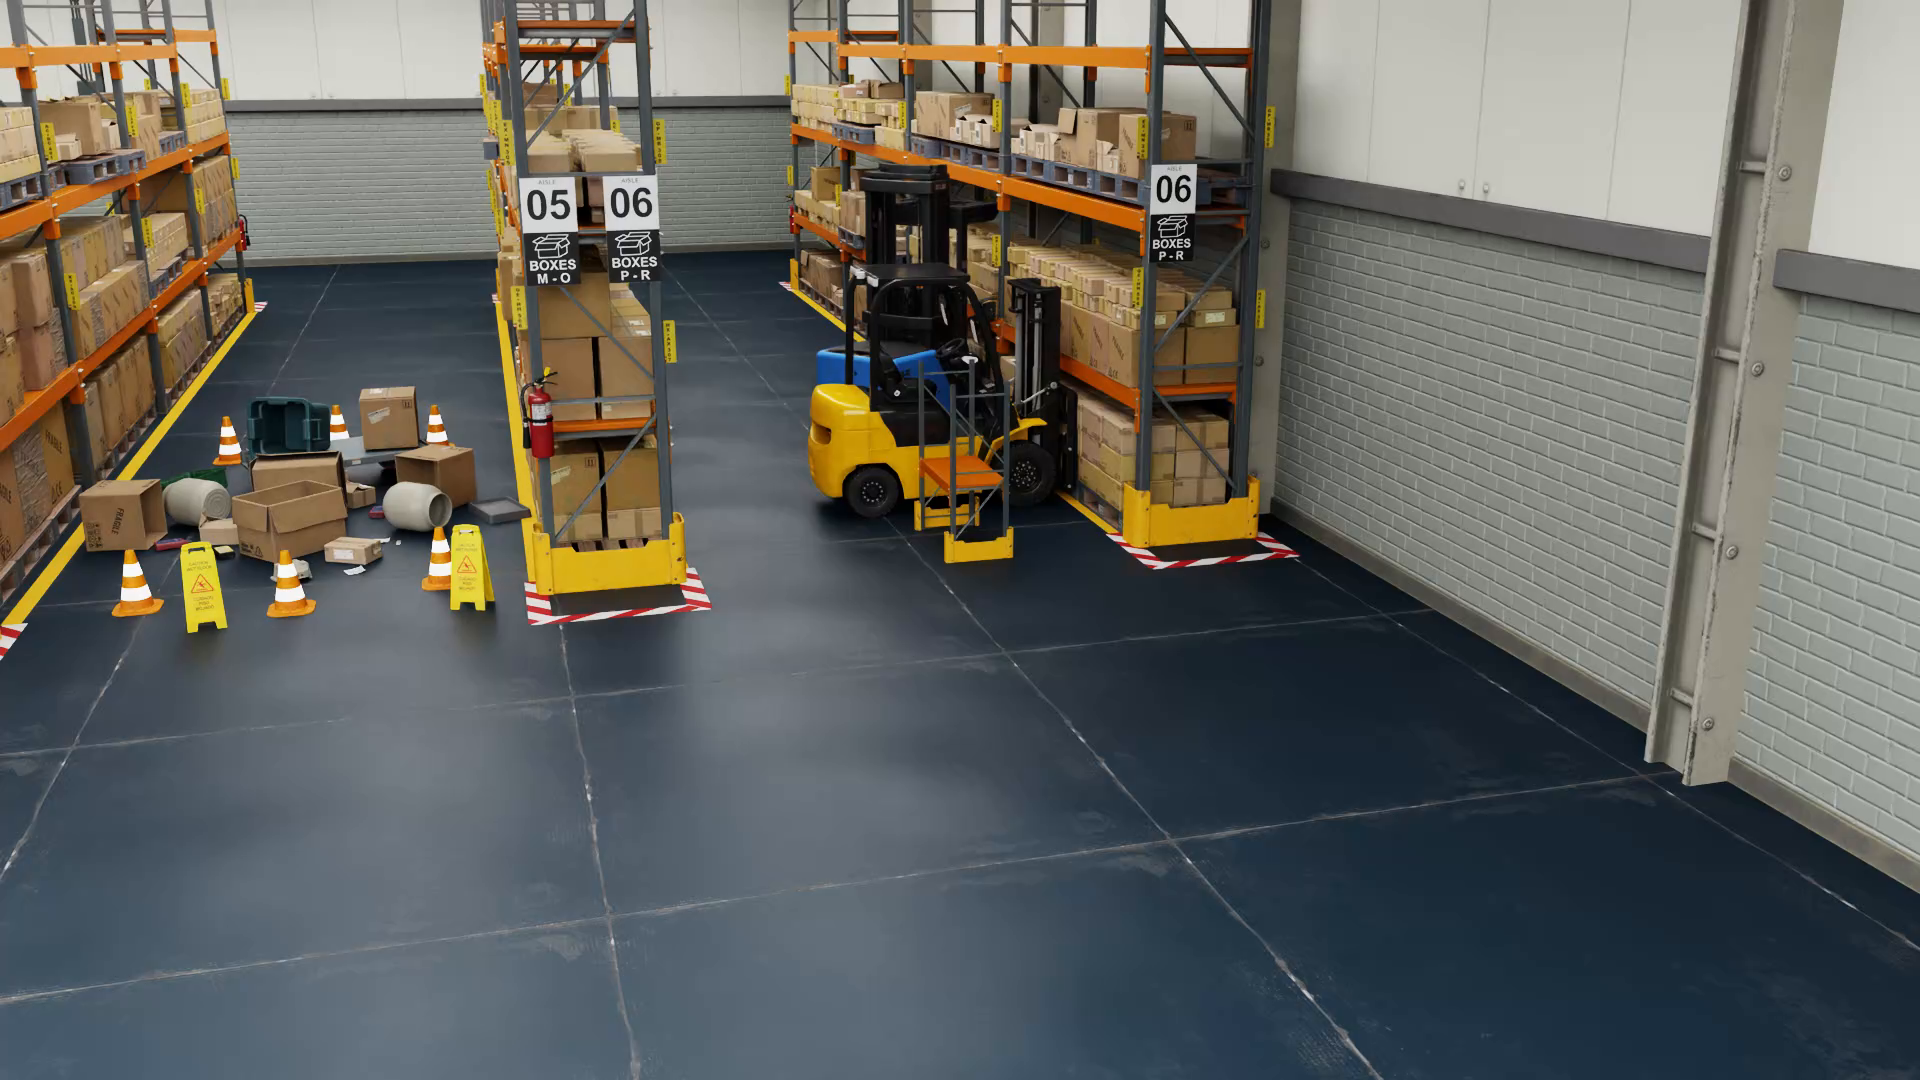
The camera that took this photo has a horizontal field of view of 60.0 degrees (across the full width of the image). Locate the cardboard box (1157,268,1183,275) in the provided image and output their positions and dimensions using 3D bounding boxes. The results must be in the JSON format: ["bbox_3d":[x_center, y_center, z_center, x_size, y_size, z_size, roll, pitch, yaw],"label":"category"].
[{"bbox_3d":[1.865,-2.444,15.557,0.380,0.149,0.250,-5,17,-17],"label":"cardboard box"}]

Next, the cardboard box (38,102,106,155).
[{"bbox_3d":[-8.950,-4.141,16.731,0.500,0.500,0.500,-5,17,-15],"label":"cardboard box"}]

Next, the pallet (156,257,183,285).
[{"bbox_3d":[-10.280,-3.318,20.618,1.003,0.211,1.213,-5,17,-15],"label":"pallet"}]

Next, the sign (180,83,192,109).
[{"bbox_3d":[-10.264,-5.890,22.049,0.100,0.325,0.005,-5,17,-15],"label":"sign"}]

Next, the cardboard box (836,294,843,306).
[{"bbox_3d":[-1.729,-3.752,25.953,0.380,0.149,0.250,-5,18,-17],"label":"cardboard box"}]

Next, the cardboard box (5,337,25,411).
[{"bbox_3d":[-8.035,-1.282,13.247,0.875,0.550,0.500,-5,17,-15],"label":"cardboard box"}]

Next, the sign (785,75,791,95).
[{"bbox_3d":[-2.914,-7.704,28.151,0.100,0.325,0.005,-5,17,-15],"label":"sign"}]

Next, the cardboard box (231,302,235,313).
[{"bbox_3d":[-11.182,-3.509,25.147,0.380,0.149,0.250,-6,18,-18],"label":"cardboard box"}]

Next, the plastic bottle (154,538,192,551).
[{"bbox_3d":[-6.735,0.033,14.235,0.283,0.061,0.133,-12,20,-34],"label":"plastic bottle"}]

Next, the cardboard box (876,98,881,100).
[{"bbox_3d":[-1.006,-6.350,24.179,0.380,0.149,0.250,-5,17,-15],"label":"cardboard box"}]

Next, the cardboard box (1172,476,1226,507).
[{"bbox_3d":[2.058,-0.501,14.957,0.500,0.250,0.500,-5,17,-15],"label":"cardboard box"}]

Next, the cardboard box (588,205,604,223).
[{"bbox_3d":[-2.704,-2.572,13.022,0.380,0.149,0.250,-5,18,-17],"label":"cardboard box"}]

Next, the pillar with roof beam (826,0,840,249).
[{"bbox_3d":[-6.406,-9.241,29.575,9.100,9.000,0.400,-5,17,-15],"label":"pillar with roof beam"}]

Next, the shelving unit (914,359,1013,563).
[{"bbox_3d":[0.021,-0.697,14.166,0.587,1.500,1.083,-5,17,-15],"label":"shelving unit"}]

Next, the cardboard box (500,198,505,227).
[{"bbox_3d":[-5.359,-3.934,20.424,0.500,0.500,0.500,-5,17,-17],"label":"cardboard box"}]

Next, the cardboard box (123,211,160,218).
[{"bbox_3d":[-11.201,-4.274,22.776,0.500,0.500,0.500,-5,17,-15],"label":"cardboard box"}]

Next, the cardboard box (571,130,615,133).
[{"bbox_3d":[-3.424,-3.741,15.527,0.380,0.149,0.250,-5,17,-17],"label":"cardboard box"}]

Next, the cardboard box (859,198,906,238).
[{"bbox_3d":[-1.017,-4.522,23.389,0.700,0.500,0.500,-5,17,-16],"label":"cardboard box"}]

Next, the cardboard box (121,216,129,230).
[{"bbox_3d":[-11.048,-4.116,21.613,0.380,0.149,0.250,-4,17,-14],"label":"cardboard box"}]

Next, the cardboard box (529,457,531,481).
[{"bbox_3d":[-3.806,-0.732,15.723,0.500,0.250,0.500,-4,17,-12],"label":"cardboard box"}]

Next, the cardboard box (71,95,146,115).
[{"bbox_3d":[-10.498,-5.222,20.498,0.797,0.503,0.637,-5,17,-16],"label":"cardboard box"}]

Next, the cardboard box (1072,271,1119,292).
[{"bbox_3d":[1.256,-2.394,15.390,0.380,0.149,0.250,-4,17,-14],"label":"cardboard box"}]

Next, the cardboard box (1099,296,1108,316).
[{"bbox_3d":[1.472,-2.112,14.969,0.380,0.149,0.250,-5,17,-16],"label":"cardboard box"}]

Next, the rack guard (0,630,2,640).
[{"bbox_3d":[-7.492,0.551,11.749,1.175,0.500,0.348,-5,17,-15],"label":"rack guard"}]

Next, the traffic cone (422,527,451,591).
[{"bbox_3d":[-4.125,0.126,13.229,0.336,0.463,0.334,-5,17,-15],"label":"traffic cone"}]

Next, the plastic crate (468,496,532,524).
[{"bbox_3d":[-4.223,-0.281,15.250,0.402,0.080,0.583,-12,20,-34],"label":"plastic crate"}]

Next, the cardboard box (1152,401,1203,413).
[{"bbox_3d":[1.914,-1.115,15.261,0.500,0.250,0.500,-5,17,-15],"label":"cardboard box"}]

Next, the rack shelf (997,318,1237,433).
[{"bbox_3d":[1.455,-1.674,16.063,1.077,0.370,4.000,-5,17,-15],"label":"rack shelf"}]

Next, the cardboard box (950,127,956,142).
[{"bbox_3d":[0.099,-4.631,18.974,0.380,0.149,0.250,-5,17,-16],"label":"cardboard box"}]

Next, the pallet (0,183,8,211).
[{"bbox_3d":[-8.051,-2.590,12.799,1.003,0.211,1.213,-5,17,-15],"label":"pallet"}]

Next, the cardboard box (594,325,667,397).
[{"bbox_3d":[-2.630,-1.416,13.260,0.500,0.500,0.500,-5,17,-16],"label":"cardboard box"}]

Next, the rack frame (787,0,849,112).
[{"bbox_3d":[-2.392,-8.765,27.988,1.000,3.000,0.127,-5,17,-15],"label":"rack frame"}]

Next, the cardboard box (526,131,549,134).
[{"bbox_3d":[-3.994,-3.694,15.373,0.380,0.149,0.250,-4,17,-14],"label":"cardboard box"}]

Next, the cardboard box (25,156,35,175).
[{"bbox_3d":[-8.121,-3.180,14.142,0.380,0.149,0.250,-4,17,-14],"label":"cardboard box"}]

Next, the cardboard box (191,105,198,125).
[{"bbox_3d":[-10.830,-5.867,22.947,0.500,0.250,0.500,-5,17,-15],"label":"cardboard box"}]

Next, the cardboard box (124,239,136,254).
[{"bbox_3d":[-9.639,-3.376,19.149,0.380,0.149,0.250,-5,17,-15],"label":"cardboard box"}]

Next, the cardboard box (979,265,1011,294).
[{"bbox_3d":[0.525,-2.855,18.136,0.500,0.250,0.500,-5,17,-16],"label":"cardboard box"}]

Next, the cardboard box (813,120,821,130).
[{"bbox_3d":[-2.127,-6.601,26.436,0.380,0.149,0.250,-4,17,-14],"label":"cardboard box"}]

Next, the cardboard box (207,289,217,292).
[{"bbox_3d":[-11.067,-3.568,24.306,0.380,0.149,0.250,-5,18,-18],"label":"cardboard box"}]

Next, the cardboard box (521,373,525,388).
[{"bbox_3d":[-3.987,-1.509,15.880,0.380,0.149,0.250,-4,17,-14],"label":"cardboard box"}]

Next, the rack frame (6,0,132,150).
[{"bbox_3d":[-9.697,-5.739,17.916,1.000,3.000,0.127,-5,17,-15],"label":"rack frame"}]

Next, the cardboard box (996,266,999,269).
[{"bbox_3d":[0.598,-3.008,17.949,0.380,0.149,0.250,-4,17,-13],"label":"cardboard box"}]

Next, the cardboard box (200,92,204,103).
[{"bbox_3d":[-11.120,-6.378,23.955,0.380,0.149,0.250,-5,17,-17],"label":"cardboard box"}]

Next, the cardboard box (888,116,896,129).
[{"bbox_3d":[-0.733,-5.527,21.990,0.380,0.149,0.250,-5,17,-15],"label":"cardboard box"}]

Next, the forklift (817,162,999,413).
[{"bbox_3d":[-0.249,-2.605,18.029,1.130,2.935,3.031,11,20,33],"label":"forklift"}]

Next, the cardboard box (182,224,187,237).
[{"bbox_3d":[-10.497,-4.101,22.081,0.380,0.149,0.250,-4,17,-14],"label":"cardboard box"}]

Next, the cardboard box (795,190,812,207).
[{"bbox_3d":[-2.527,-5.815,28.341,0.500,0.250,0.500,-5,17,-15],"label":"cardboard box"}]

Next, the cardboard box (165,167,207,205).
[{"bbox_3d":[-10.843,-4.928,23.214,0.500,0.500,0.500,-5,18,-17],"label":"cardboard box"}]

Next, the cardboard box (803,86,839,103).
[{"bbox_3d":[-2.239,-7.215,26.920,0.500,0.250,0.500,-5,17,-16],"label":"cardboard box"}]

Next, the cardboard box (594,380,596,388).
[{"bbox_3d":[-2.998,-1.422,14.408,0.380,0.149,0.250,-4,17,-13],"label":"cardboard box"}]

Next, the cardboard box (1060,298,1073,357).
[{"bbox_3d":[1.193,-2.053,15.899,0.500,0.500,0.500,-5,17,-15],"label":"cardboard box"}]

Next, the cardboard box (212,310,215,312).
[{"bbox_3d":[-10.917,-3.278,23.861,0.380,0.149,0.250,-6,18,-18],"label":"cardboard box"}]

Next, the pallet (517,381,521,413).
[{"bbox_3d":[-4.752,-1.733,19.856,1.003,0.211,1.213,-5,17,-15],"label":"pallet"}]

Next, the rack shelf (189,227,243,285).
[{"bbox_3d":[-11.346,-4.181,24.407,1.077,0.370,4.000,-5,17,-15],"label":"rack shelf"}]

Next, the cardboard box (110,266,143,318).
[{"bbox_3d":[-9.179,-2.672,17.961,0.500,0.500,0.500,-5,17,-15],"label":"cardboard box"}]
